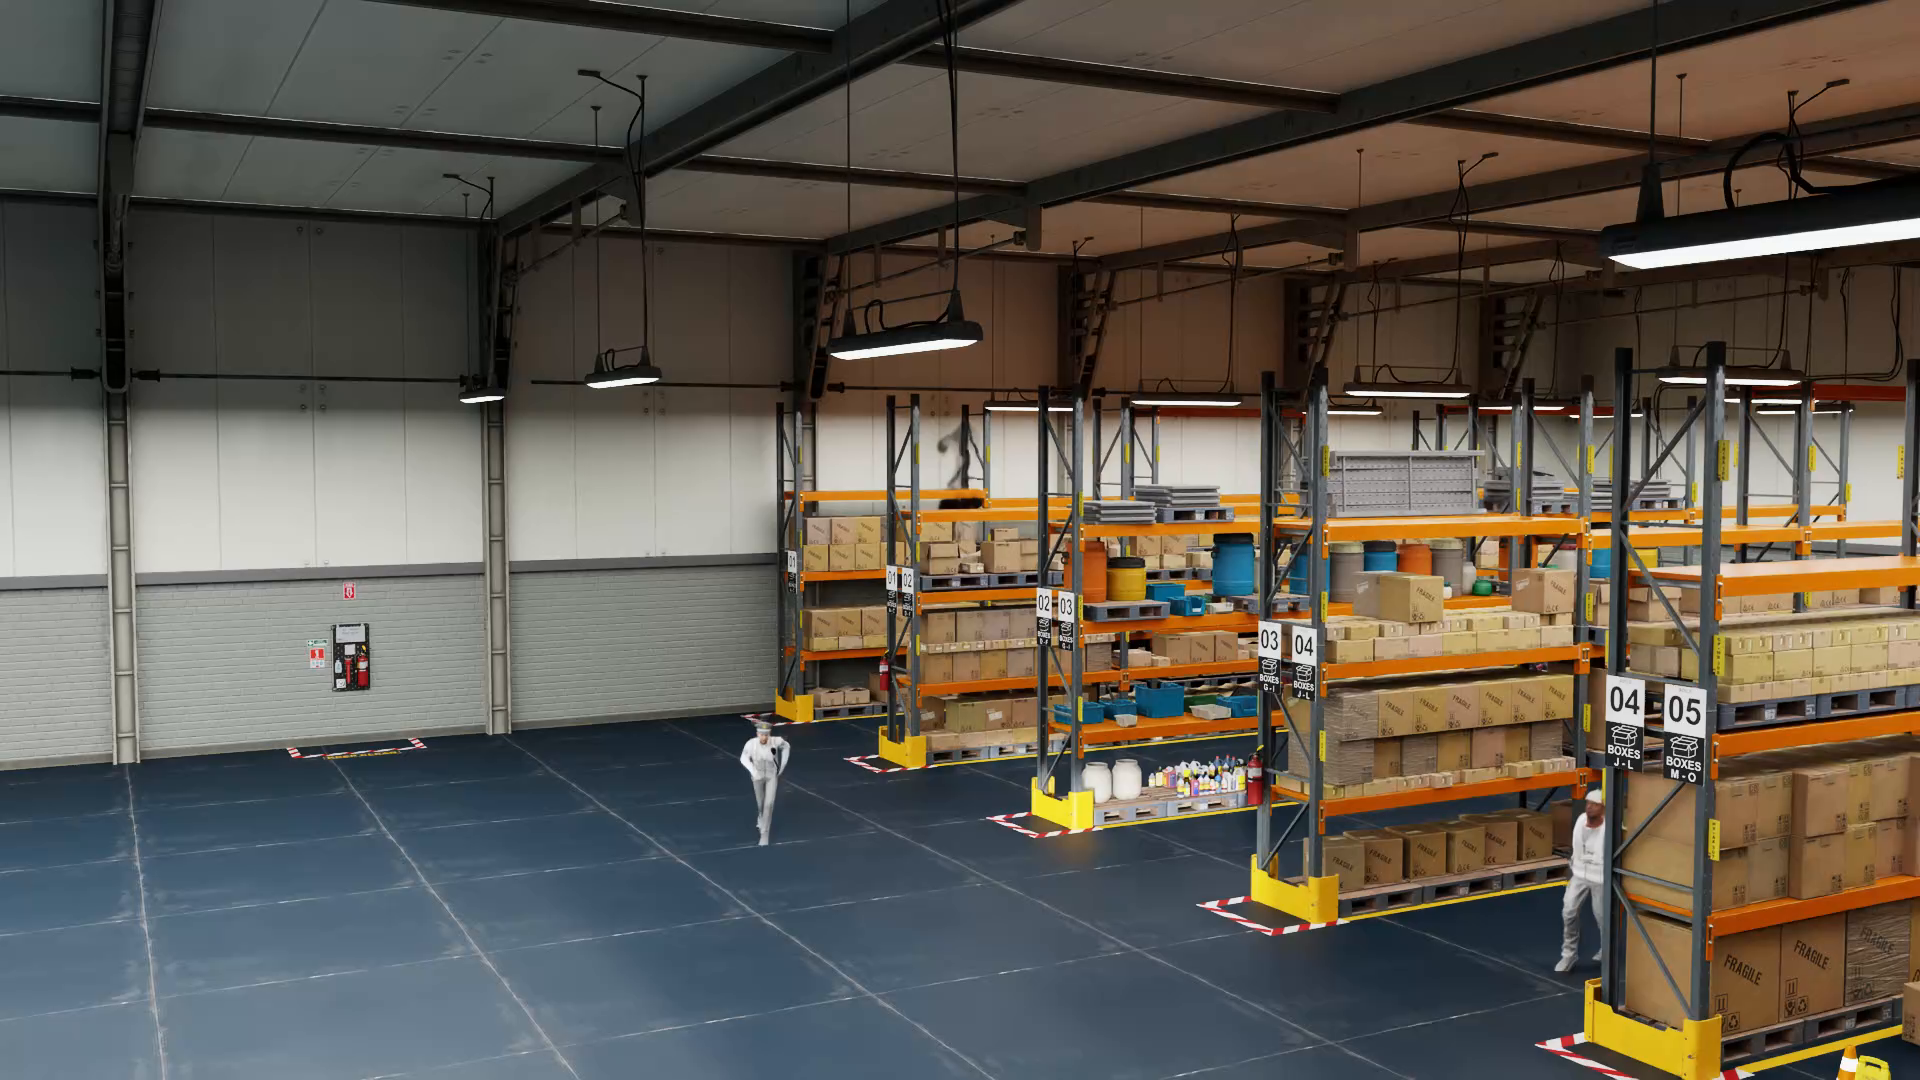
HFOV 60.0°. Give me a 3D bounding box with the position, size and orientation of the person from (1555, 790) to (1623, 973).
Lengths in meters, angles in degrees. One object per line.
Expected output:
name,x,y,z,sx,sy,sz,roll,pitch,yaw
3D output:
person,6.275,3.356,16.322,0.724,1.834,0.685,-3,4,-39

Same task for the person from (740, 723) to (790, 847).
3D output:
person,-2.563,3.151,21.873,0.655,1.629,0.979,-1,3,-10
